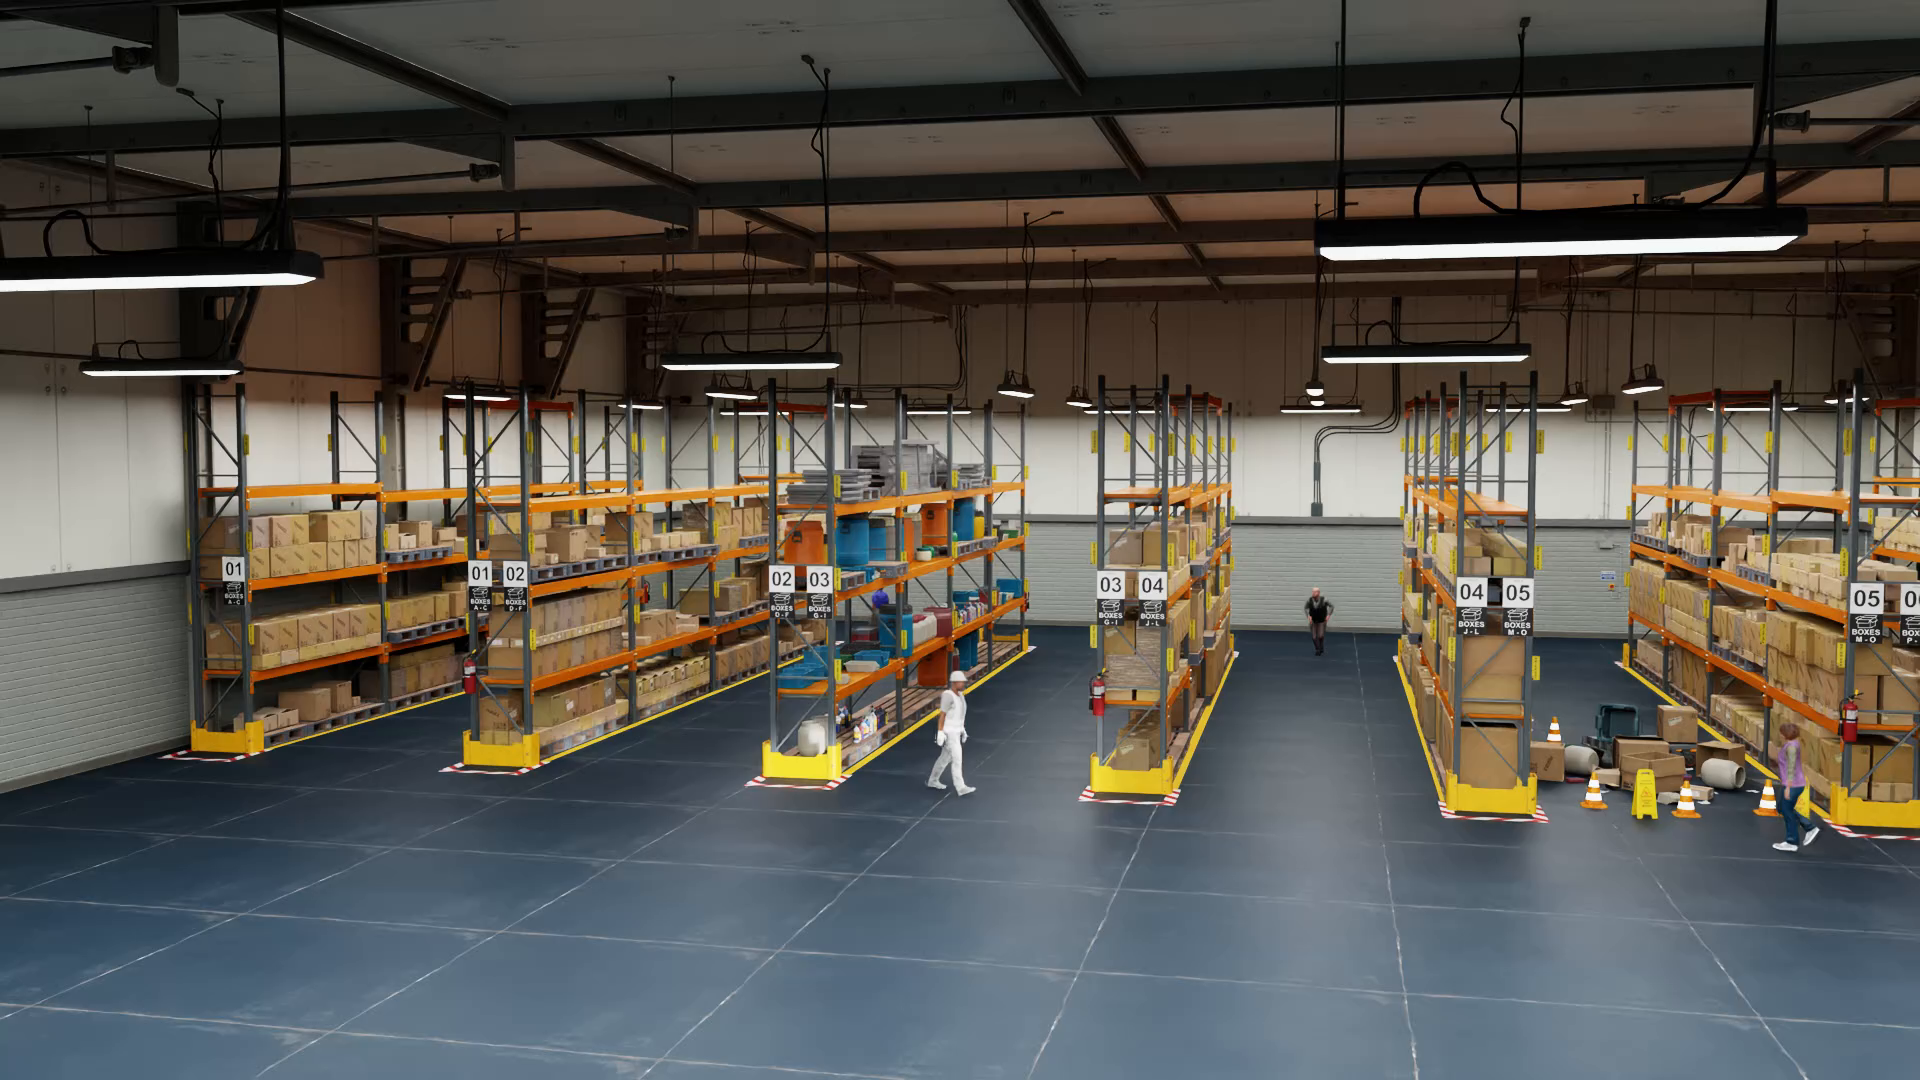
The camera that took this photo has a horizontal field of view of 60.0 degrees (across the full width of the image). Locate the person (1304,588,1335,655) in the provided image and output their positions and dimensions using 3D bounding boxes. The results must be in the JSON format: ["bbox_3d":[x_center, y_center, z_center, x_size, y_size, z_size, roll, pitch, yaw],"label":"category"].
[{"bbox_3d":[8.523,1.932,39.448,0.706,1.632,0.711,1,4,21],"label":"person"}]

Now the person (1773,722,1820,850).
[{"bbox_3d":[10.290,3.024,20.423,0.516,1.584,0.419,2,4,25],"label":"person"}]

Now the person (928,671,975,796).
[{"bbox_3d":[-0.098,2.771,23.999,0.861,1.757,0.612,1,3,20],"label":"person"}]

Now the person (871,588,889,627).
[{"bbox_3d":[-1.935,1.853,40.572,0.478,1.660,0.431,-2,4,-28],"label":"person"}]
